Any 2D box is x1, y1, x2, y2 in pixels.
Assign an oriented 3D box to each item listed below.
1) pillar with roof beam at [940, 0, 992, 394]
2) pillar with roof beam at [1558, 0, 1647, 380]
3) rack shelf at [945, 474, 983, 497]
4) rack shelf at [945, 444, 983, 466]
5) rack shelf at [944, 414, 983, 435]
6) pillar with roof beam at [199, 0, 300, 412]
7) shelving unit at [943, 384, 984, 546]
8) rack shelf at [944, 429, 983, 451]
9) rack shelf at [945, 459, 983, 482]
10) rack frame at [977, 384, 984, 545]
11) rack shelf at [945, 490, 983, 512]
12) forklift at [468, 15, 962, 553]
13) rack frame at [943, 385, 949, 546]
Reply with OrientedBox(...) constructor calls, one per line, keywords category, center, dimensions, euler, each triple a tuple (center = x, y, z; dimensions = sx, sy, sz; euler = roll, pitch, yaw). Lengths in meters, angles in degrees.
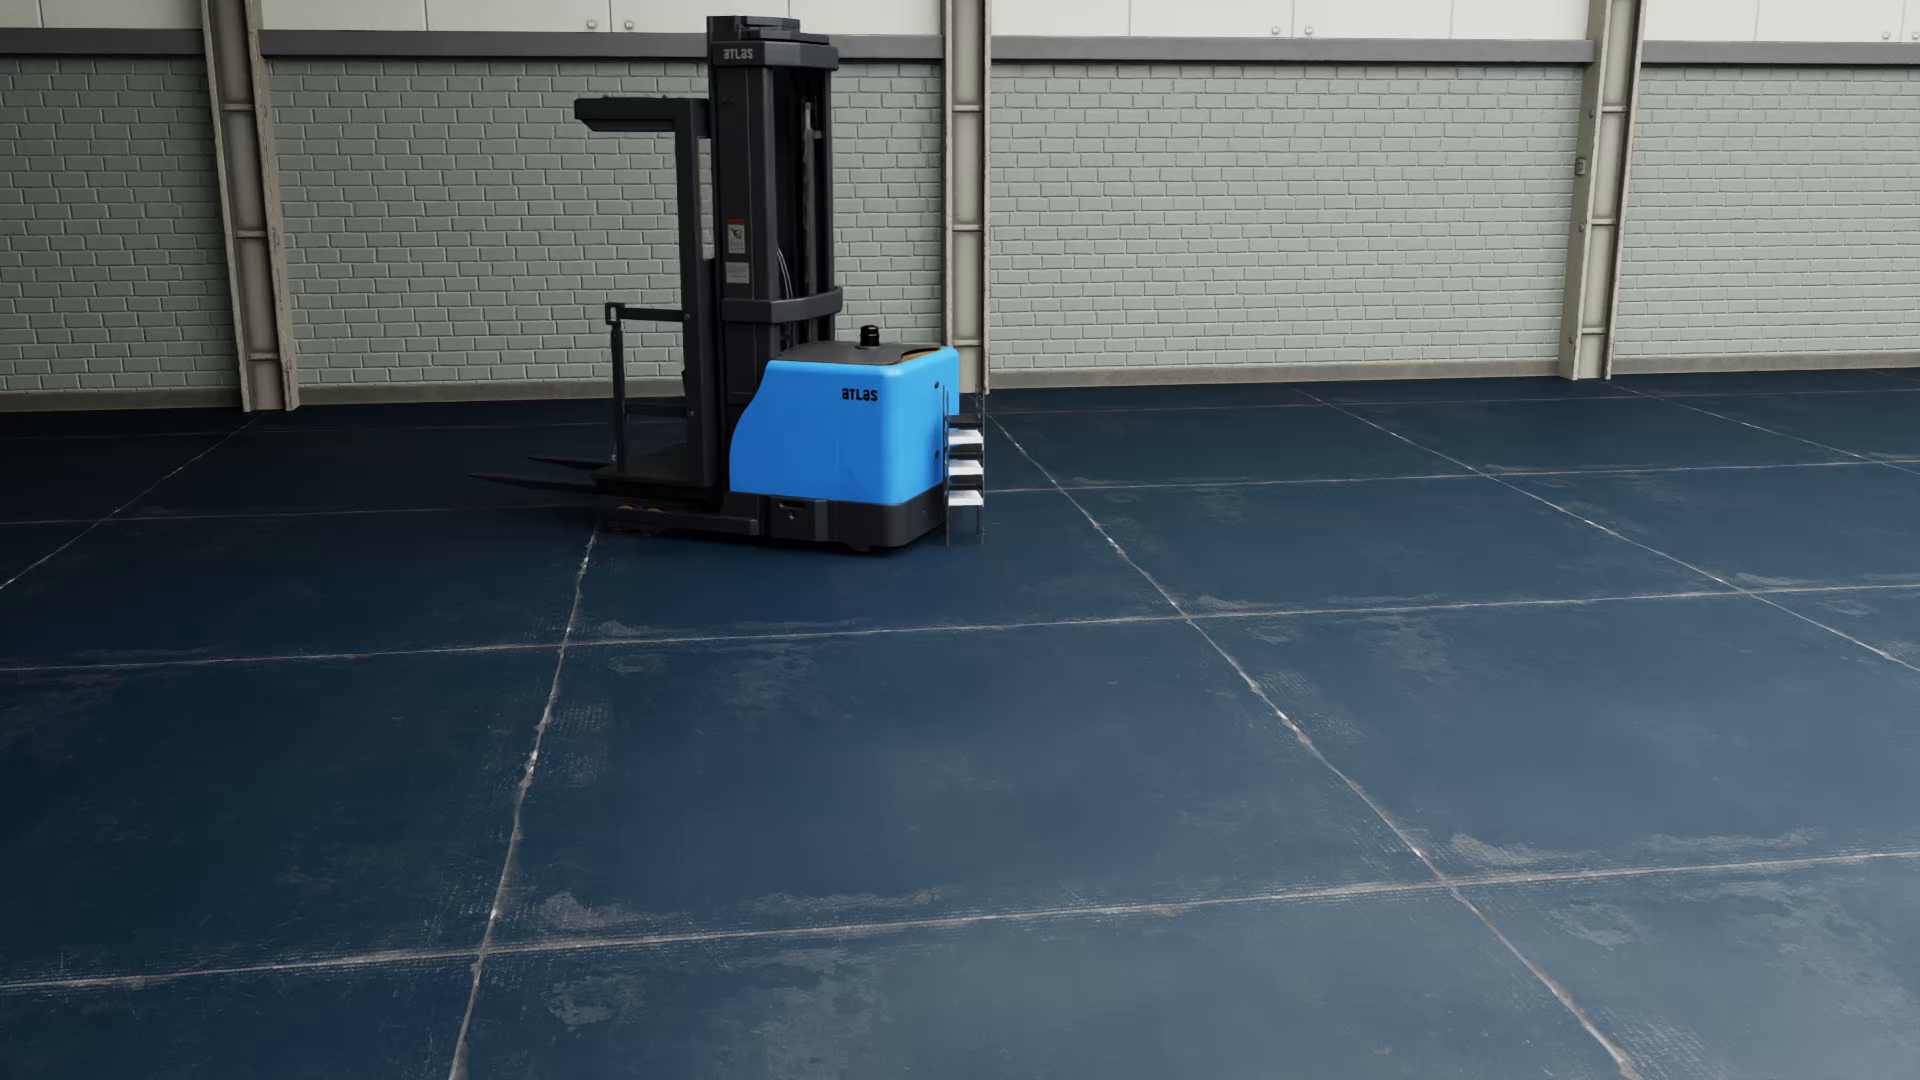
OrientedBox(category="pillar with roof beam", center=(0.690, -4.675, 9.864), dimensions=(0.400, 9.000, 9.100), euler=(-2, 14, -8))
OrientedBox(category="pillar with roof beam", center=(6.623, -4.892, 10.731), dimensions=(0.400, 9.000, 9.100), euler=(-2, 14, -8))
OrientedBox(category="rack shelf", center=(0.019, -0.315, 9.634), dimensions=(0.200, 0.077, 0.258), euler=(-2, 14, -6))
OrientedBox(category="rack shelf", center=(0.019, -0.490, 9.591), dimensions=(0.200, 0.077, 0.258), euler=(-2, 14, -6))
OrientedBox(category="rack shelf", center=(0.019, -0.665, 9.548), dimensions=(0.200, 0.077, 0.258), euler=(-2, 14, -6))
OrientedBox(category="pillar with roof beam", center=(-5.243, -4.458, 8.997), dimensions=(0.400, 9.000, 9.100), euler=(-2, 14, -8))
OrientedBox(category="shelving unit", center=(0.019, -0.435, 9.605), dimensions=(0.210, 0.900, 0.258), euler=(-2, 14, -6))
OrientedBox(category="rack shelf", center=(0.019, -0.578, 9.570), dimensions=(0.200, 0.077, 0.258), euler=(-2, 14, -6))
OrientedBox(category="rack shelf", center=(0.019, -0.403, 9.613), dimensions=(0.200, 0.077, 0.258), euler=(-2, 14, -6))
OrientedBox(category="rack frame", center=(0.120, -0.438, 9.616), dimensions=(0.006, 0.900, 0.240), euler=(-2, 14, -6))
OrientedBox(category="rack shelf", center=(0.019, -0.228, 9.656), dimensions=(0.200, 0.077, 0.258), euler=(-2, 14, -6))
OrientedBox(category="forklift", center=(-1.561, -1.556, 9.902), dimensions=(3.031, 2.935, 1.130), euler=(5, 15, 21))
OrientedBox(category="rack frame", center=(-0.082, -0.432, 9.594), dimensions=(0.006, 0.900, 0.240), euler=(-2, 14, -6))
